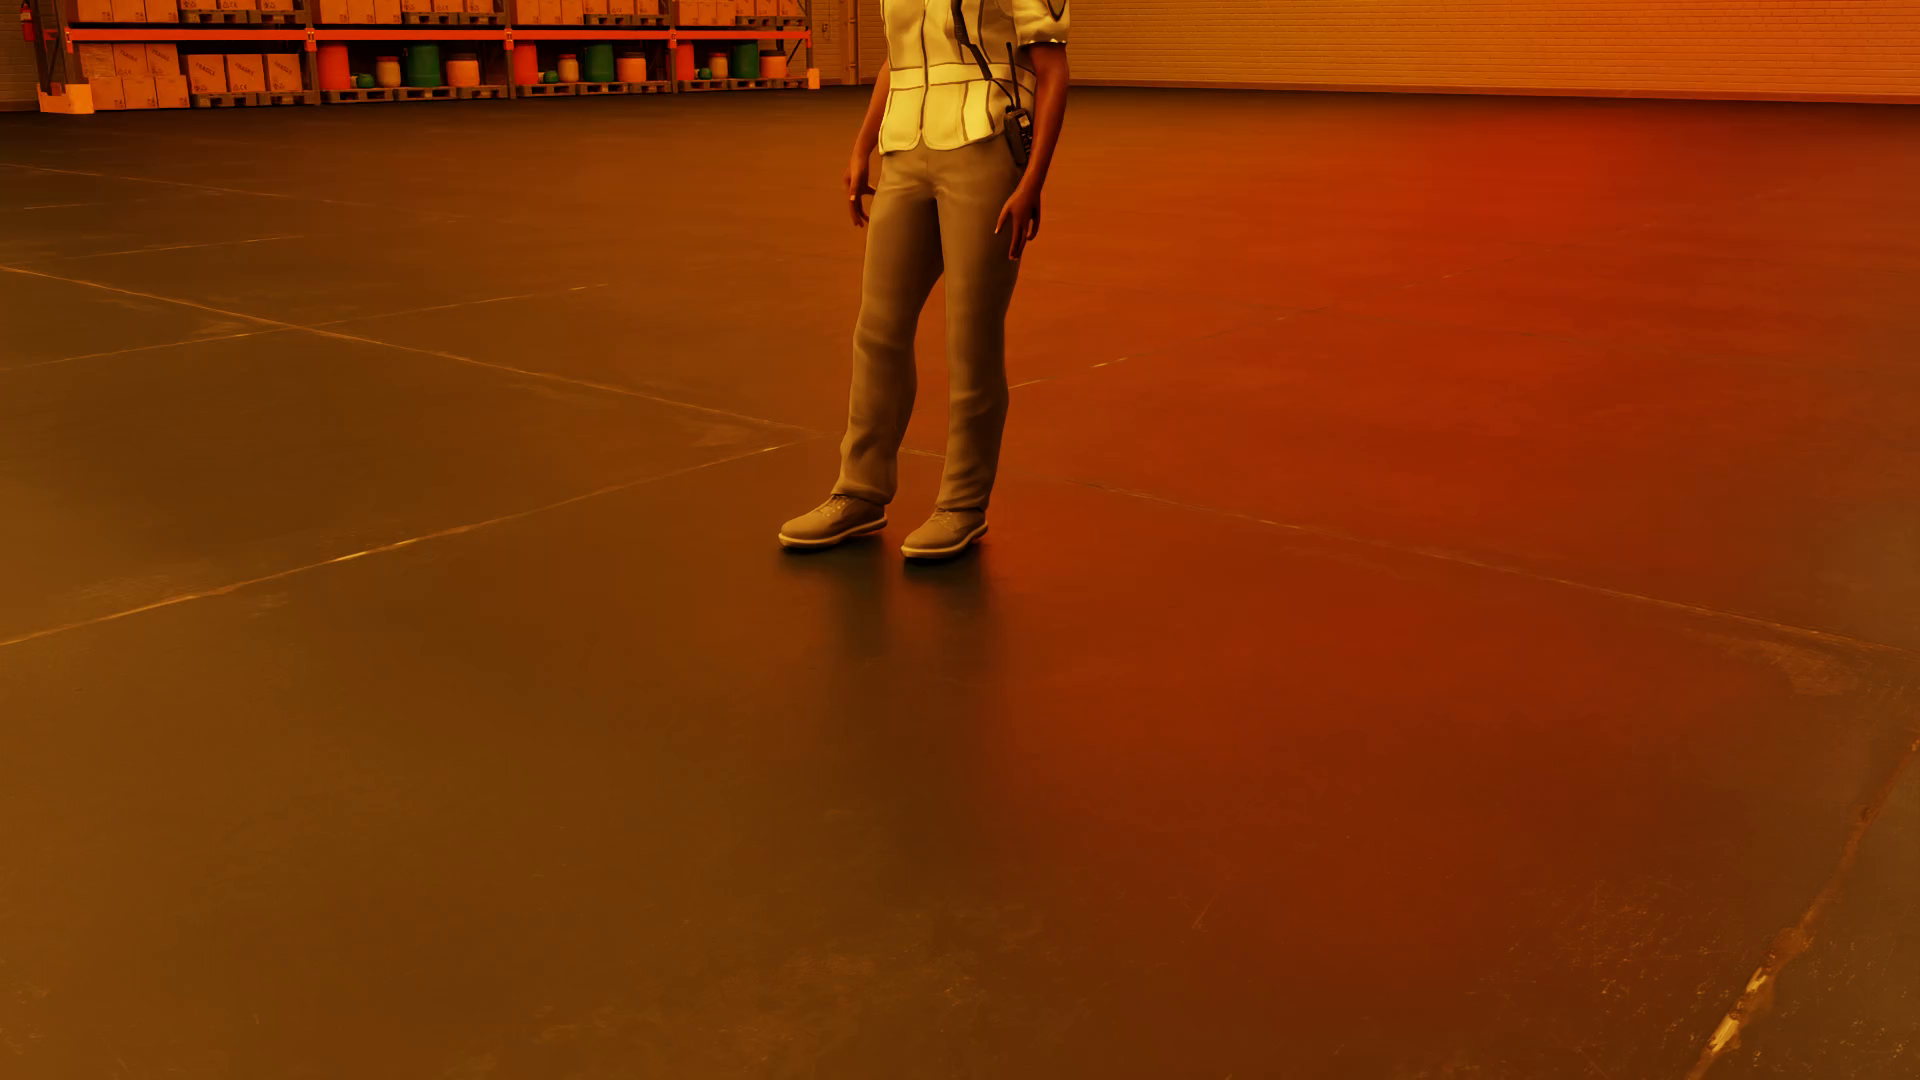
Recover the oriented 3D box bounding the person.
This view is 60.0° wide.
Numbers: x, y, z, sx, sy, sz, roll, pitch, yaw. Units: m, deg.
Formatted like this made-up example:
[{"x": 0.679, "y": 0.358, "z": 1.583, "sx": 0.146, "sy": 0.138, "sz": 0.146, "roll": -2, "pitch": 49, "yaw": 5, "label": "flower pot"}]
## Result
[{"x": -0.063, "y": -0.805, "z": 3.651, "sx": 0.569, "sy": 1.695, "sz": 0.530, "roll": 13, "pitch": 21, "yaw": 37, "label": "person"}]
